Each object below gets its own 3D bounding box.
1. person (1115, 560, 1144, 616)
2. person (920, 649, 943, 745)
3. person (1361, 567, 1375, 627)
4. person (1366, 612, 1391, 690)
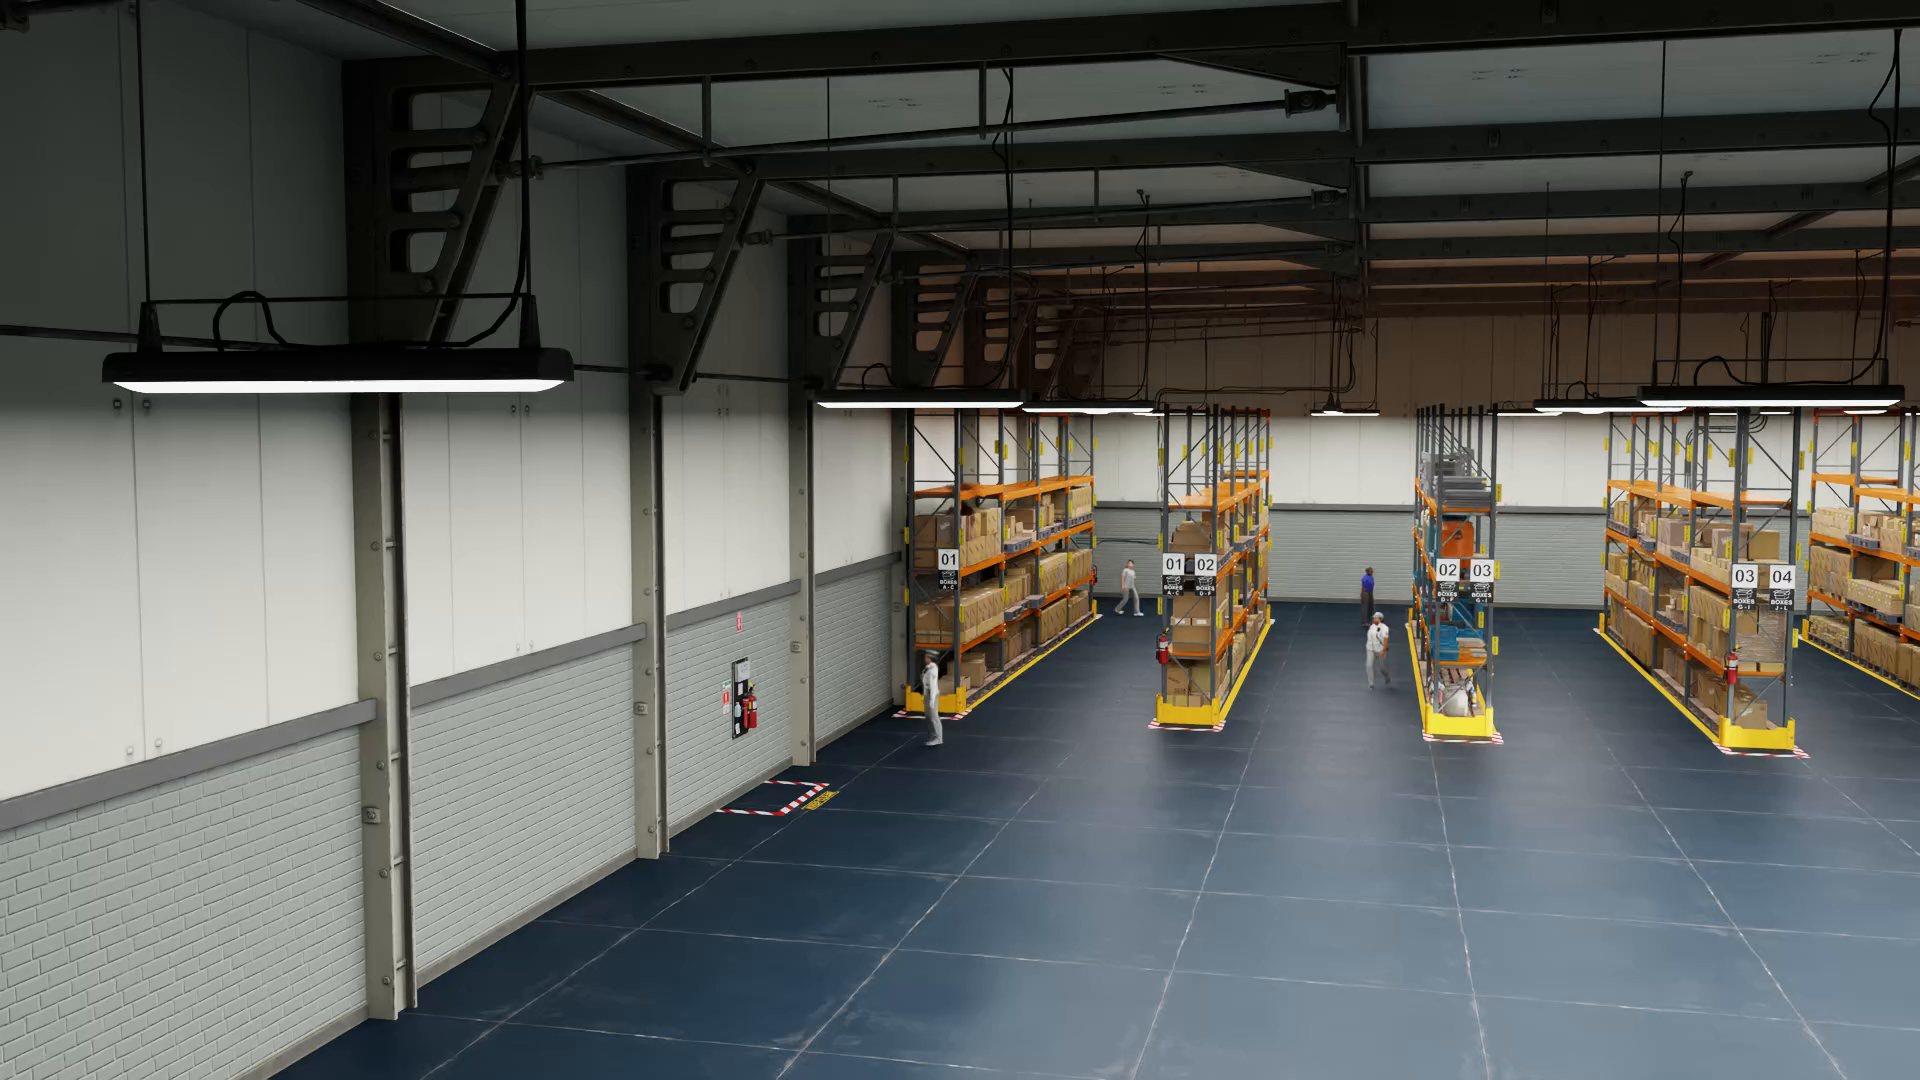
[{"bbox_3d":[4.869,1.387,48.211,0.555,1.621,0.848,-3,5,-39],"label":"person"},{"bbox_3d":[-0.519,2.769,29.188,0.383,1.720,0.597,-1,4,-15],"label":"person"},{"bbox_3d":[11.321,1.551,45.974,0.543,1.651,0.393,-4,6,-44],"label":"person"},{"bbox_3d":[8.869,2.335,35.243,0.486,1.621,0.820,3,5,33],"label":"person"}]
